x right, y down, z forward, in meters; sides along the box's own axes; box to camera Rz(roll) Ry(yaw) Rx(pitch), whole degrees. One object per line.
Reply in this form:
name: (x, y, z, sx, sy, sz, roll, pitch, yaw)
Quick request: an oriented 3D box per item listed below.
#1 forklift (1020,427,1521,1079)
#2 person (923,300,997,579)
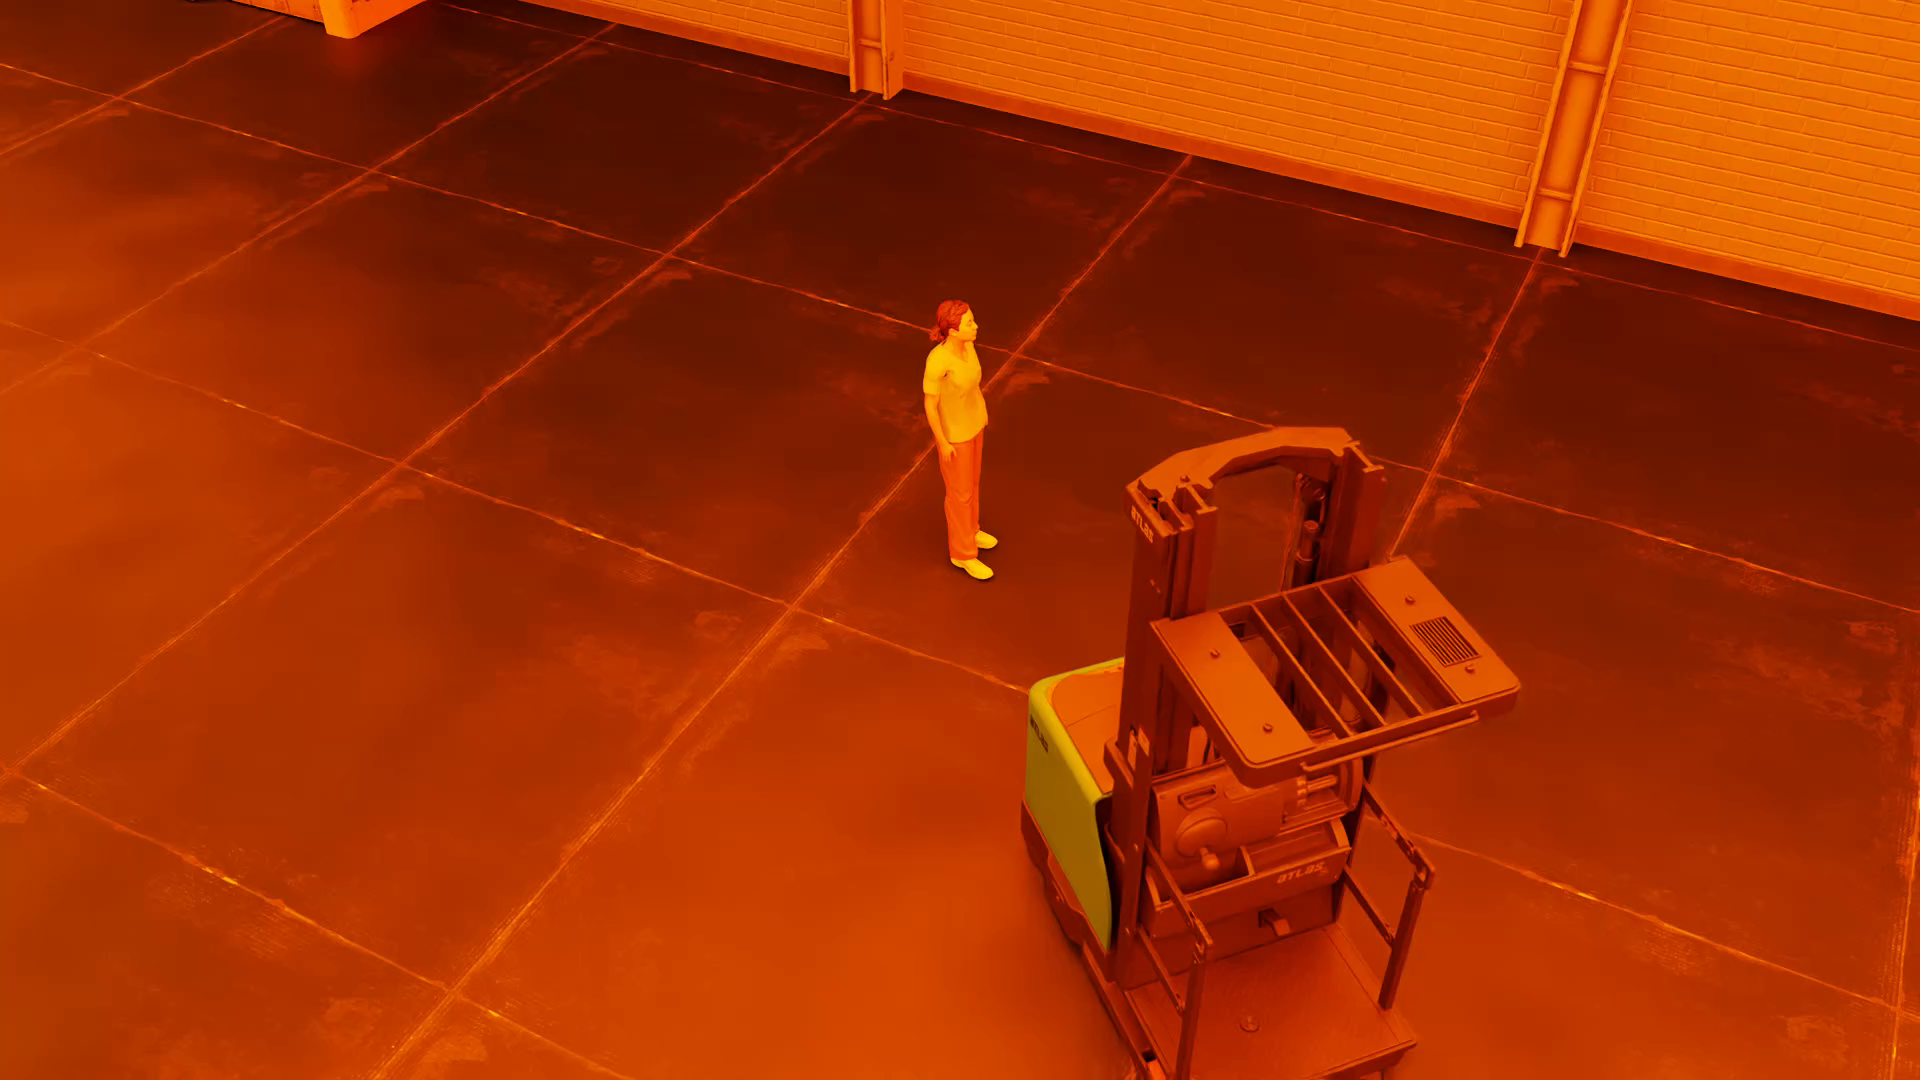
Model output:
forklift: (1.302, 1.145, 6.627, 1.130, 2.935, 3.031, -14, 42, -16)
person: (0.069, -0.607, 9.686, 0.528, 1.654, 0.553, 18, 43, 21)
